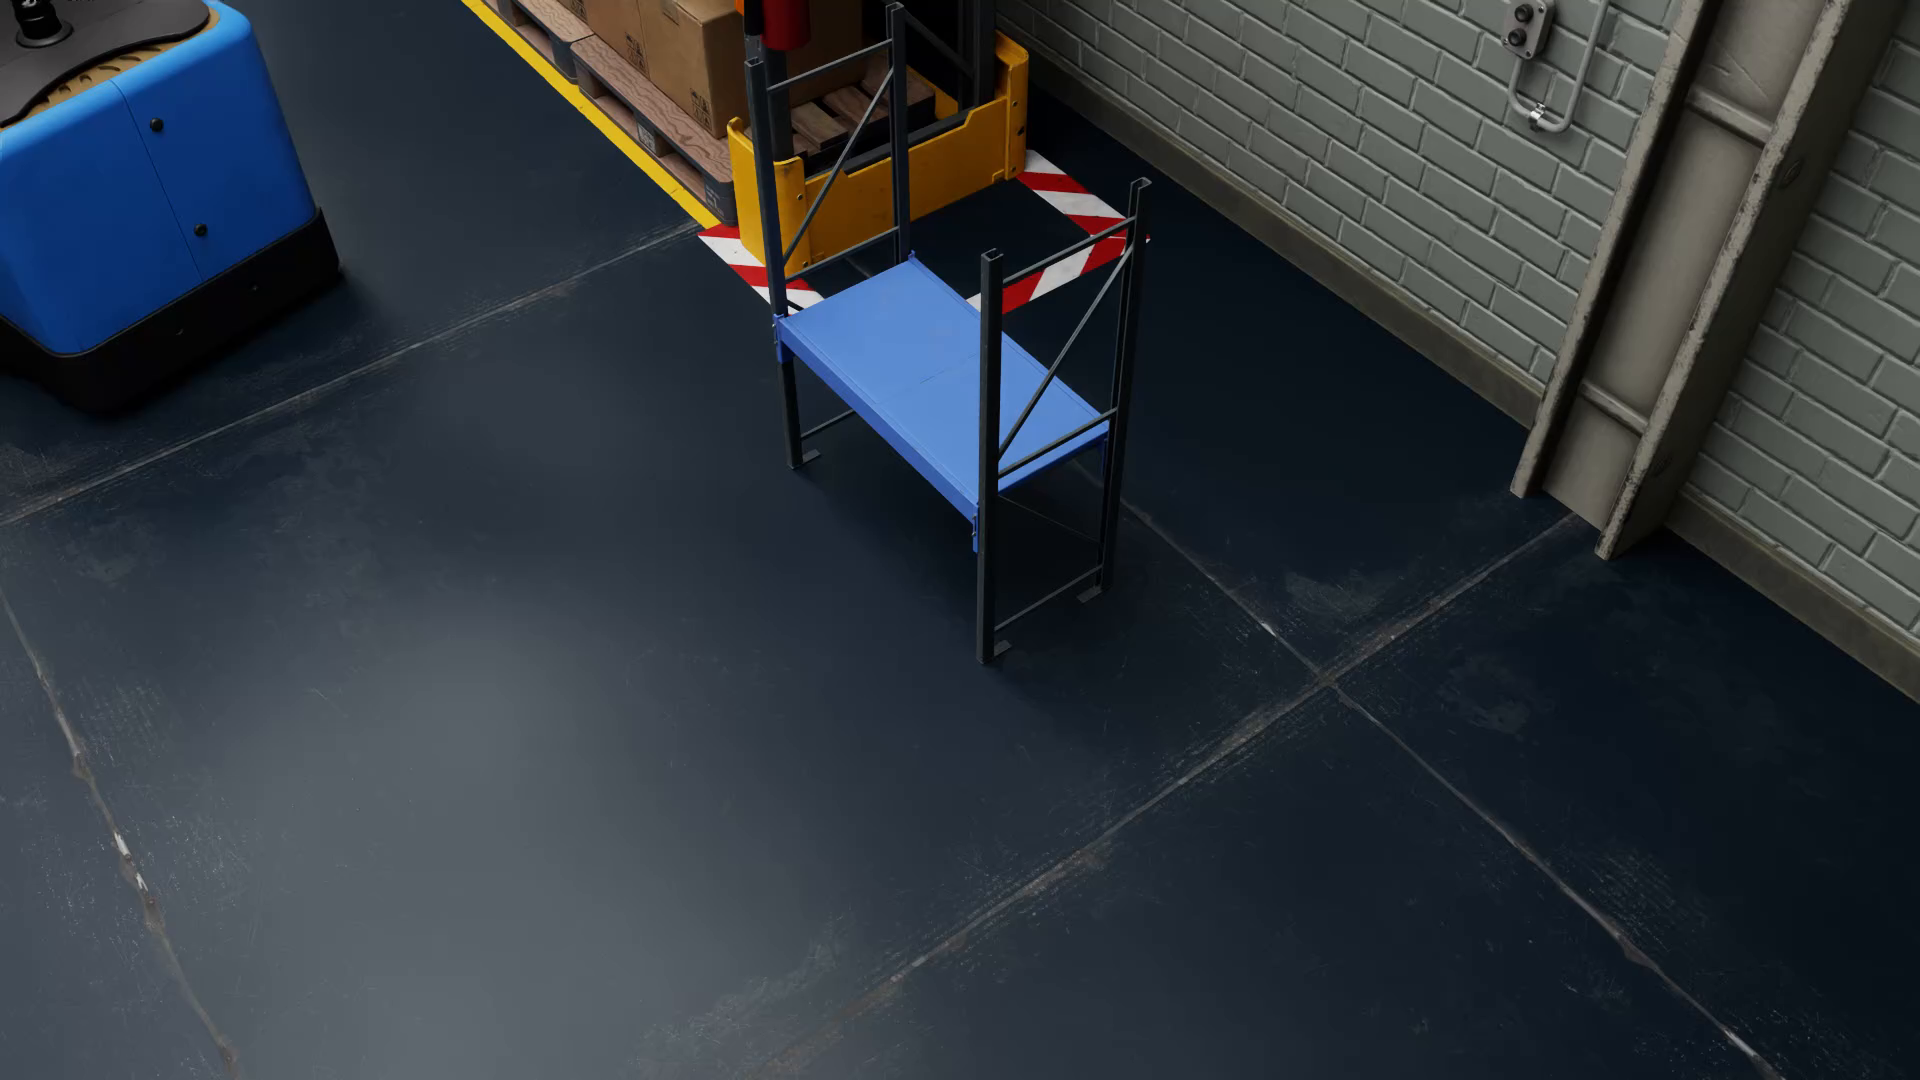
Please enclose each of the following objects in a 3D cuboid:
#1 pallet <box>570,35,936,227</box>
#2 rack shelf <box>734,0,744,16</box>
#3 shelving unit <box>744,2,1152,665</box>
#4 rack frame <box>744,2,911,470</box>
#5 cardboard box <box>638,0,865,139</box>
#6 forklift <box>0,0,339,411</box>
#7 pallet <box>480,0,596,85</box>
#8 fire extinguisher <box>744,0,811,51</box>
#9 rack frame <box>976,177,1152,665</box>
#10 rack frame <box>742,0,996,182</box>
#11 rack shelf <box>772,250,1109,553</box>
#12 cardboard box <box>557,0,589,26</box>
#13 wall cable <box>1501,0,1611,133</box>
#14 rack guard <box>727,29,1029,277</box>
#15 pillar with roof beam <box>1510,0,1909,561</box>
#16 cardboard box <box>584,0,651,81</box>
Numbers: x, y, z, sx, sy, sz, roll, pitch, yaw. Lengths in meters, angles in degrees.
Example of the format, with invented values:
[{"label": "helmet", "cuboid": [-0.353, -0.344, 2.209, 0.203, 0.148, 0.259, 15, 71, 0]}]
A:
[{"label": "pallet", "cuboid": [-0.846, -1.828, 6.765, 1.003, 0.211, 1.213, -29, 54, -24]}, {"label": "rack shelf", "cuboid": [-1.511, -3.266, 6.672, 1.077, 0.370, 4.000, -29, 54, -24]}, {"label": "shelving unit", "cuboid": [-0.052, -0.554, 4.740, 0.538, 1.500, 1.048, -29, 54, -24]}, {"label": "rack frame", "cuboid": [-0.359, -0.854, 5.012, 0.500, 1.500, 0.032, -29, 54, -24]}, {"label": "cardboard box", "cuboid": [-0.803, -1.998, 6.440, 0.700, 0.500, 0.500, -29, 54, -24]}, {"label": "forklift", "cuboid": [-3.732, -2.334, 5.388, 3.031, 2.935, 1.130, 30, 55, 25]}, {"label": "pallet", "cuboid": [-1.581, -2.547, 7.417, 1.003, 0.211, 1.213, -29, 54, -24]}, {"label": "fire extinguisher", "cuboid": [-0.576, -1.881, 5.235, 0.296, 0.674, 0.183, -29, 54, -24]}, {"label": "rack frame", "cuboid": [0.256, -0.254, 4.468, 0.500, 1.500, 0.032, -29, 54, -24]}, {"label": "rack frame", "cuboid": [-0.300, -2.328, 5.336, 1.000, 3.000, 0.127, -29, 54, -24]}, {"label": "rack shelf", "cuboid": [-0.052, -0.433, 4.873, 0.538, 0.185, 1.000, -29, 54, -24]}, {"label": "cardboard box", "cuboid": [-1.411, -2.589, 6.976, 0.700, 0.500, 0.500, -31, 55, -25]}, {"label": "wall cable", "cuboid": [1.228, -2.339, 4.660, 0.084, 1.984, 1.851, -29, 54, -24]}, {"label": "rack guard", "cuboid": [-0.285, -1.475, 6.250, 1.175, 0.500, 0.348, -29, 54, -24]}, {"label": "pillar with roof beam", "cuboid": [-1.403, -1.208, 0.271, 9.100, 9.000, 0.400, -29, 54, -24]}, {"label": "cardboard box", "cuboid": [-1.106, -2.293, 6.708, 0.700, 0.500, 0.500, -30, 54, -24]}]
